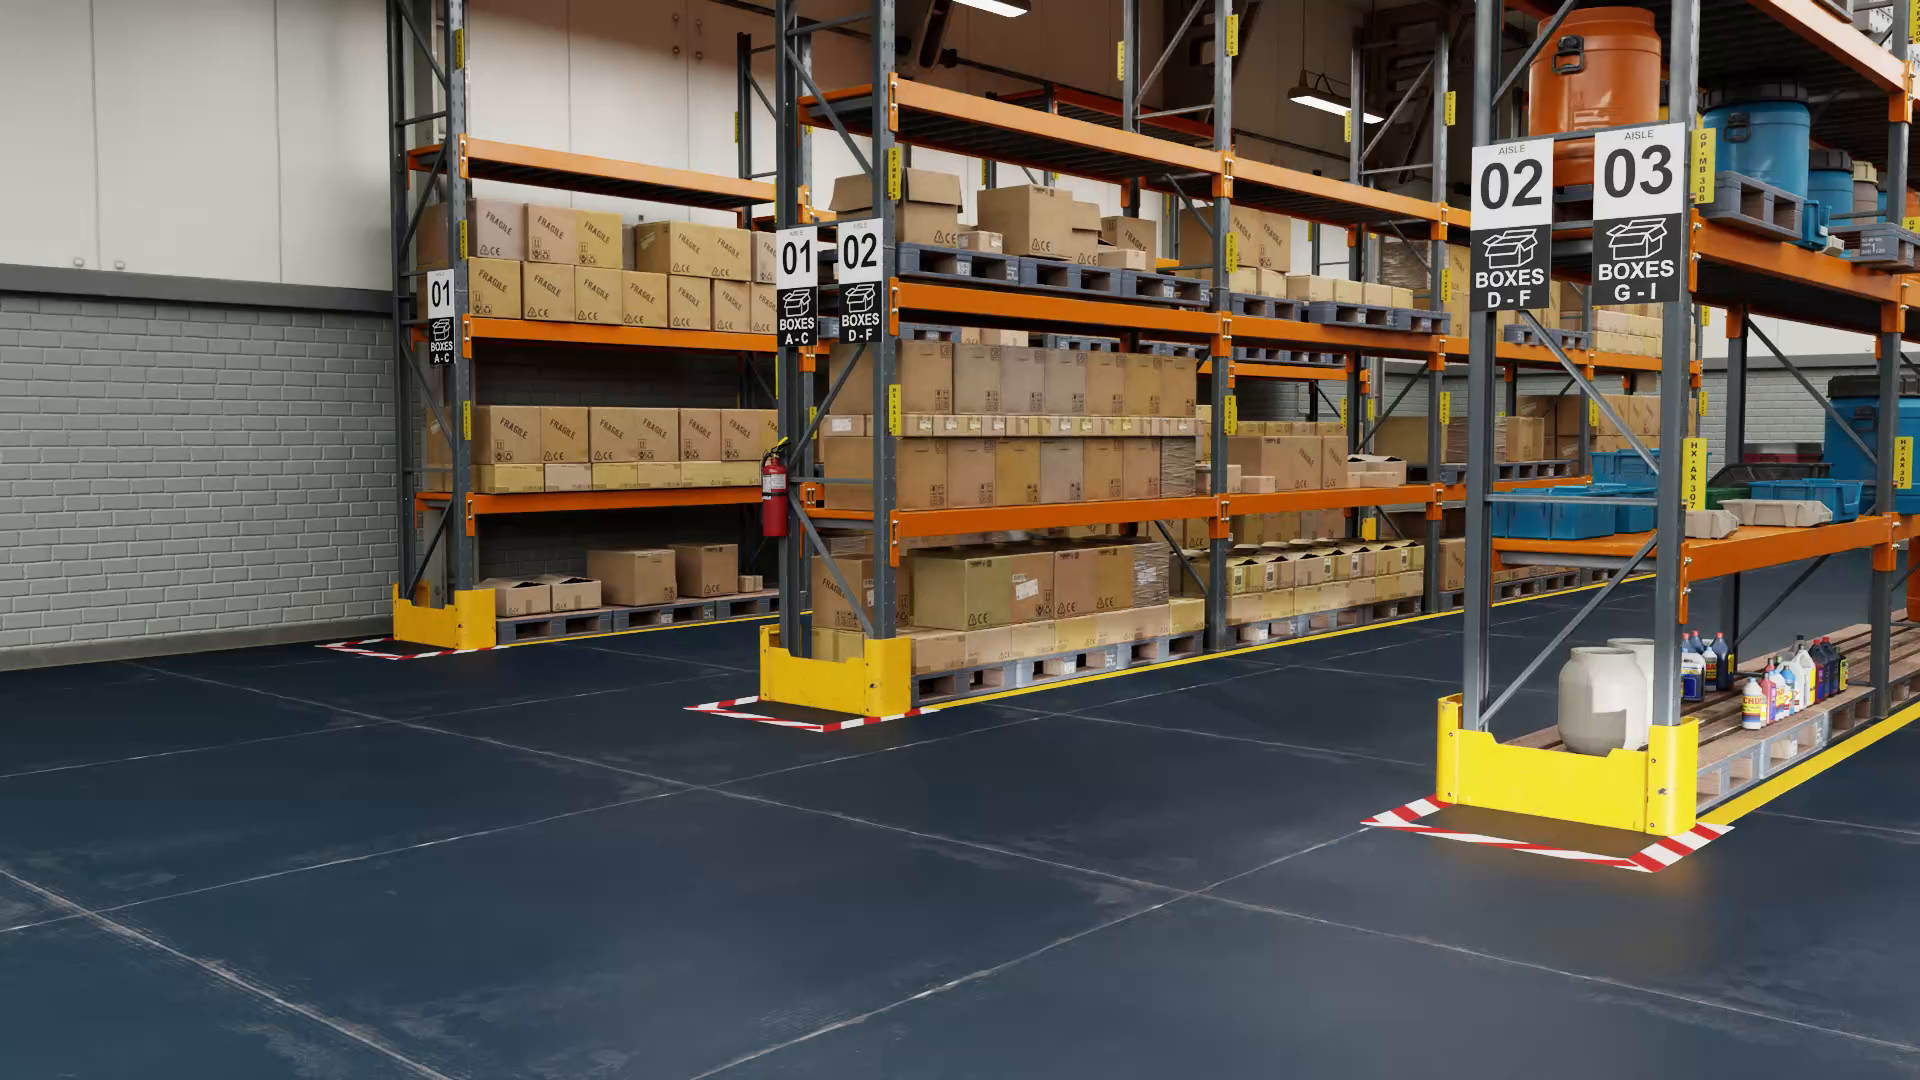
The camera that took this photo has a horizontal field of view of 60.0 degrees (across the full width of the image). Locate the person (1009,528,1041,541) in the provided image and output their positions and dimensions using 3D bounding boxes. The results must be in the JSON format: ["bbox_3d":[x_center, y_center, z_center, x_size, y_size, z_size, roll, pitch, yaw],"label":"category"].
[{"bbox_3d":[0.709,-0.078,16.661,0.503,1.674,0.461,3,5,41],"label":"person"}]
